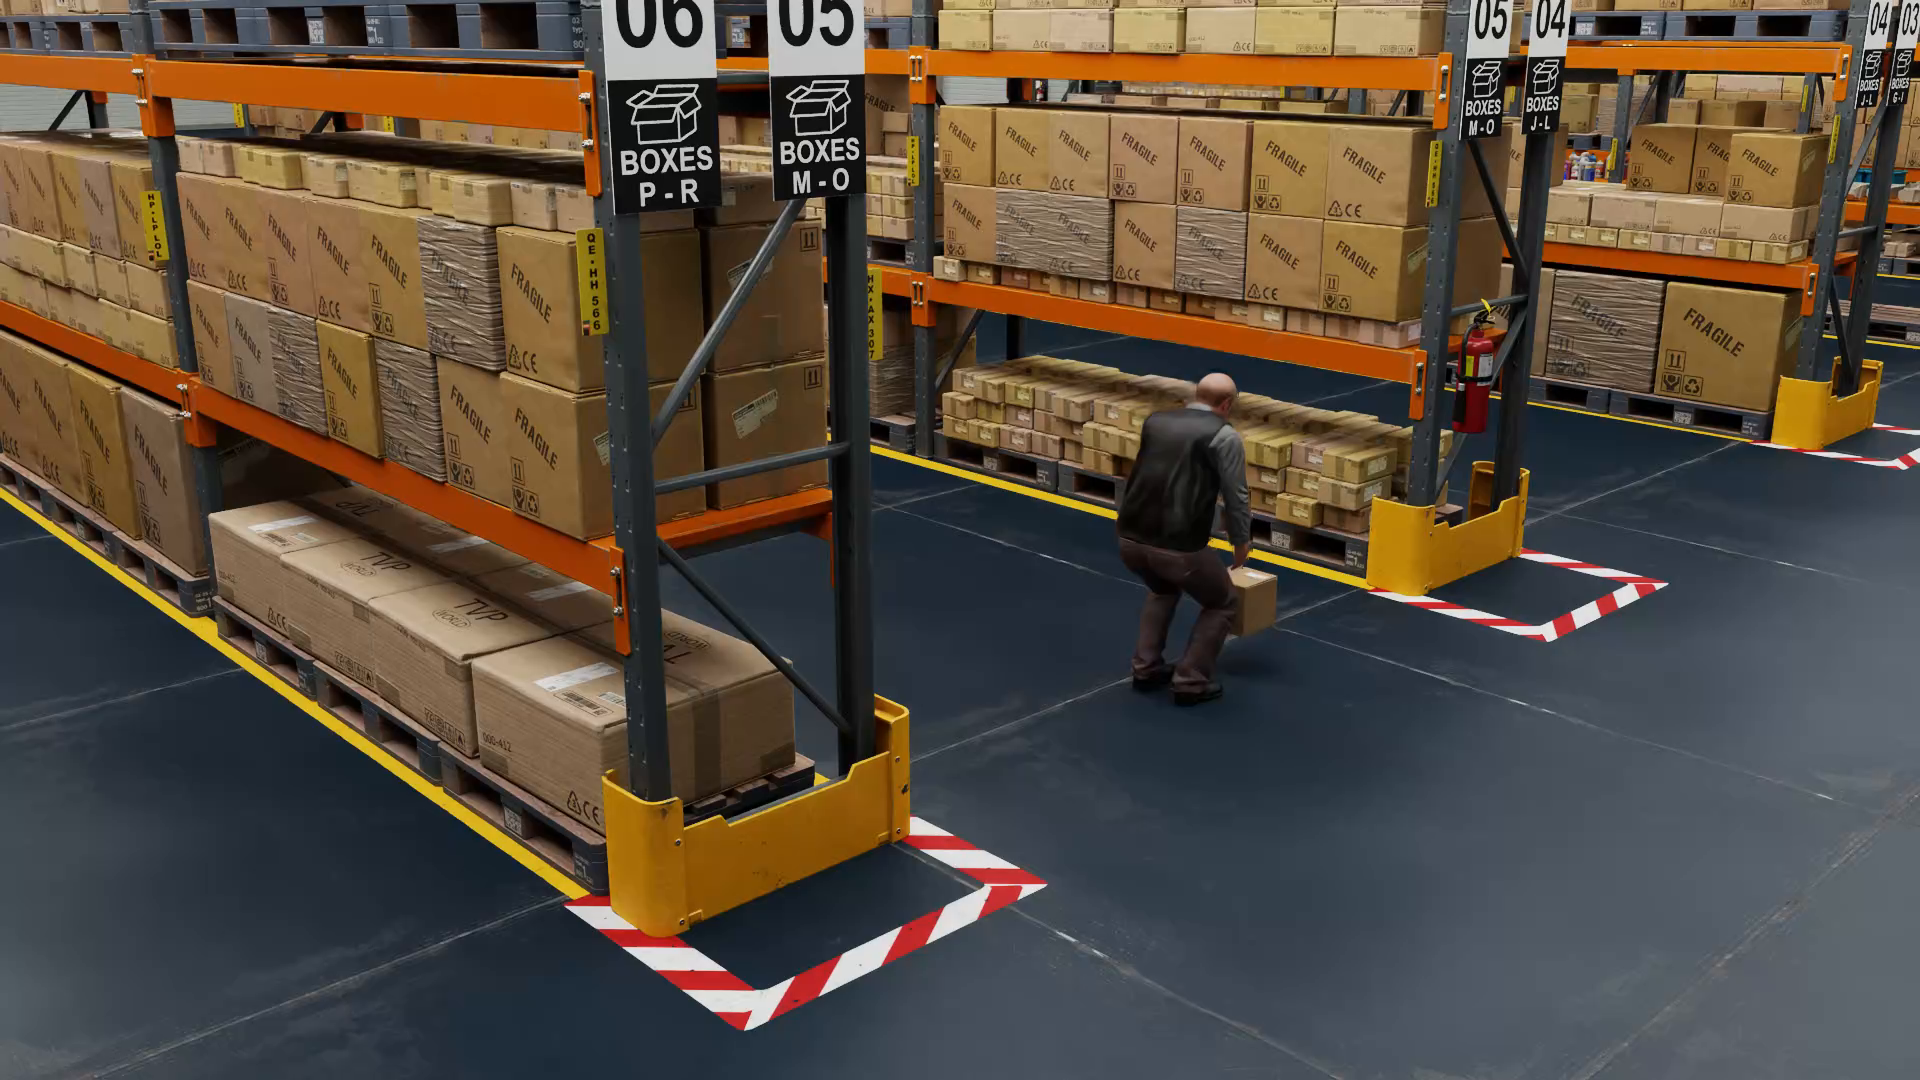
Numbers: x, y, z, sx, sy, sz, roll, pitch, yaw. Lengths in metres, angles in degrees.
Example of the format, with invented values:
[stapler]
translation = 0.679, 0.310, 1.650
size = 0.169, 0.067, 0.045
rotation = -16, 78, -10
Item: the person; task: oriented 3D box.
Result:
[person]
translation = 0.998, -0.009, 7.571
size = 0.669, 1.462, 0.590
rotation = -15, 23, -41
